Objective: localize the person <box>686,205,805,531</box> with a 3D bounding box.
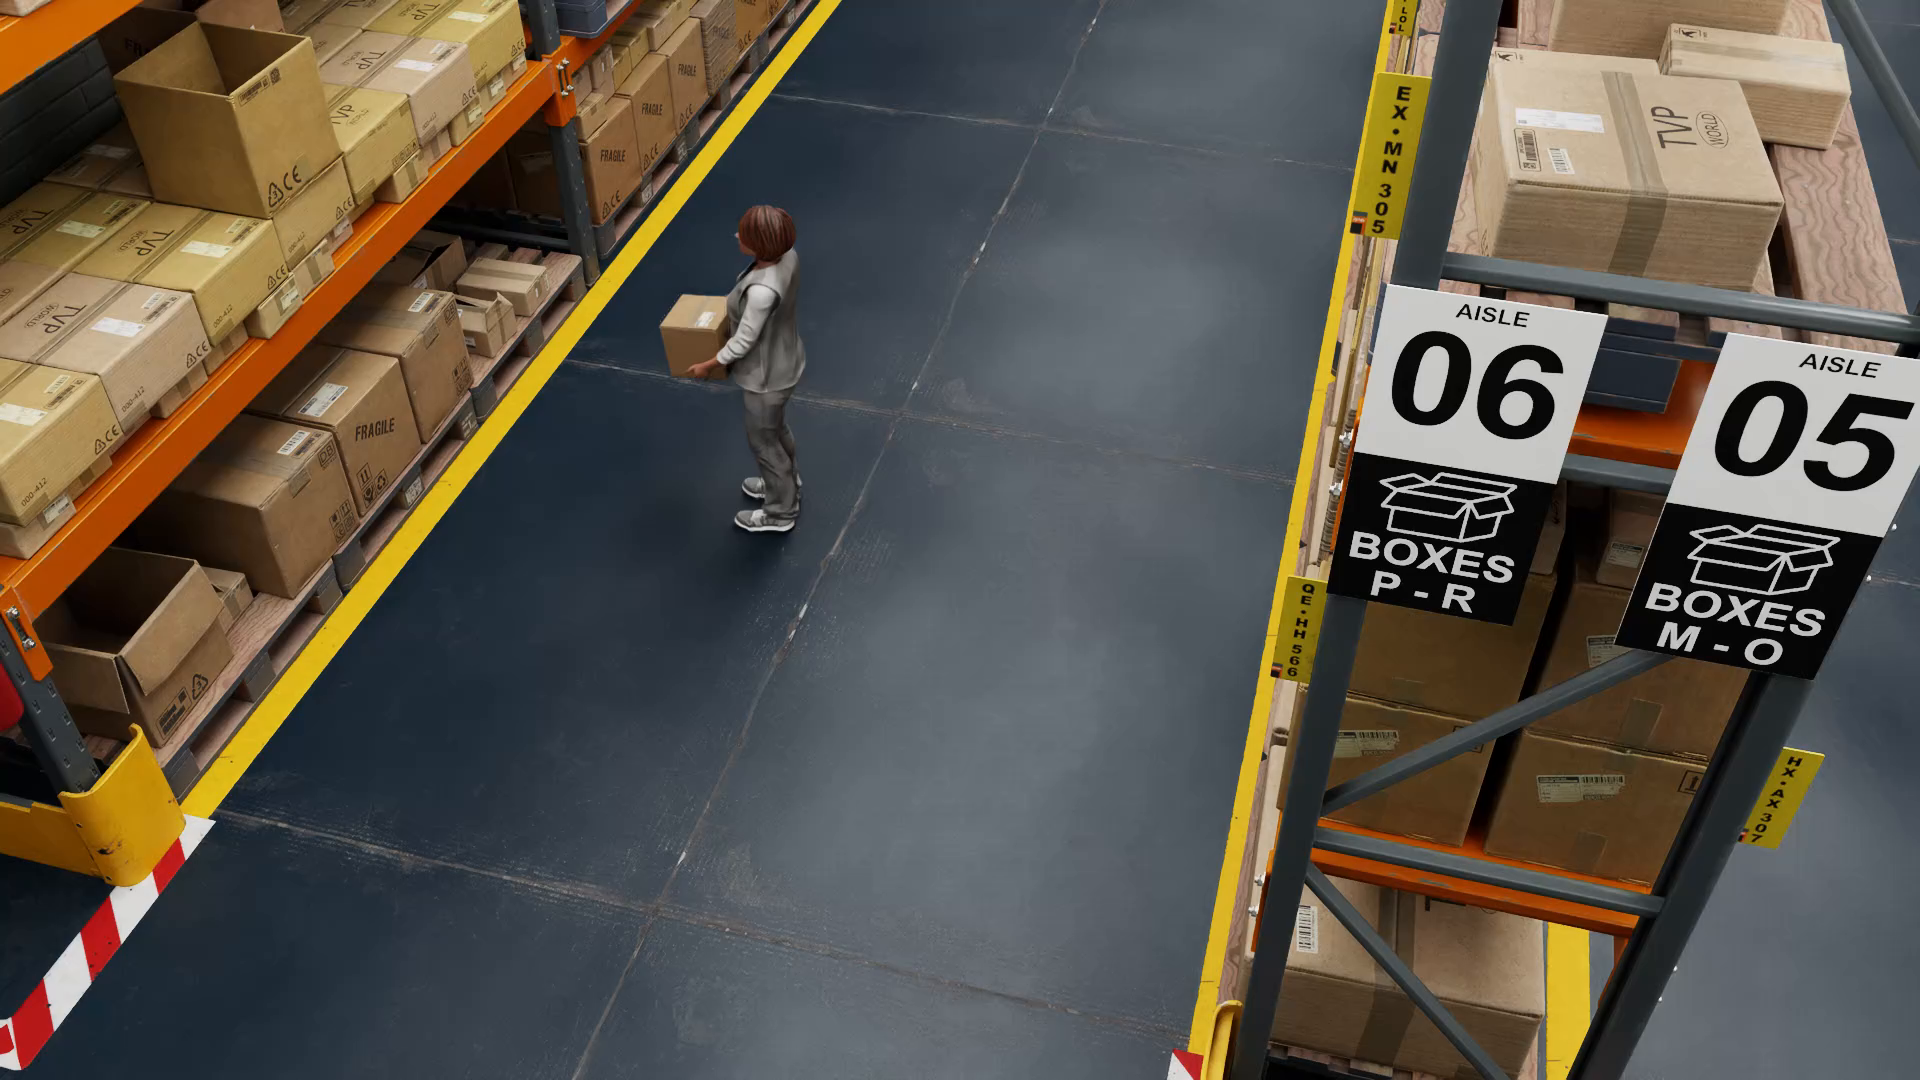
[{"bbox_3d":[-0.879,-0.707,6.958,0.476,1.599,0.428,5,42,6],"label":"person"}]
